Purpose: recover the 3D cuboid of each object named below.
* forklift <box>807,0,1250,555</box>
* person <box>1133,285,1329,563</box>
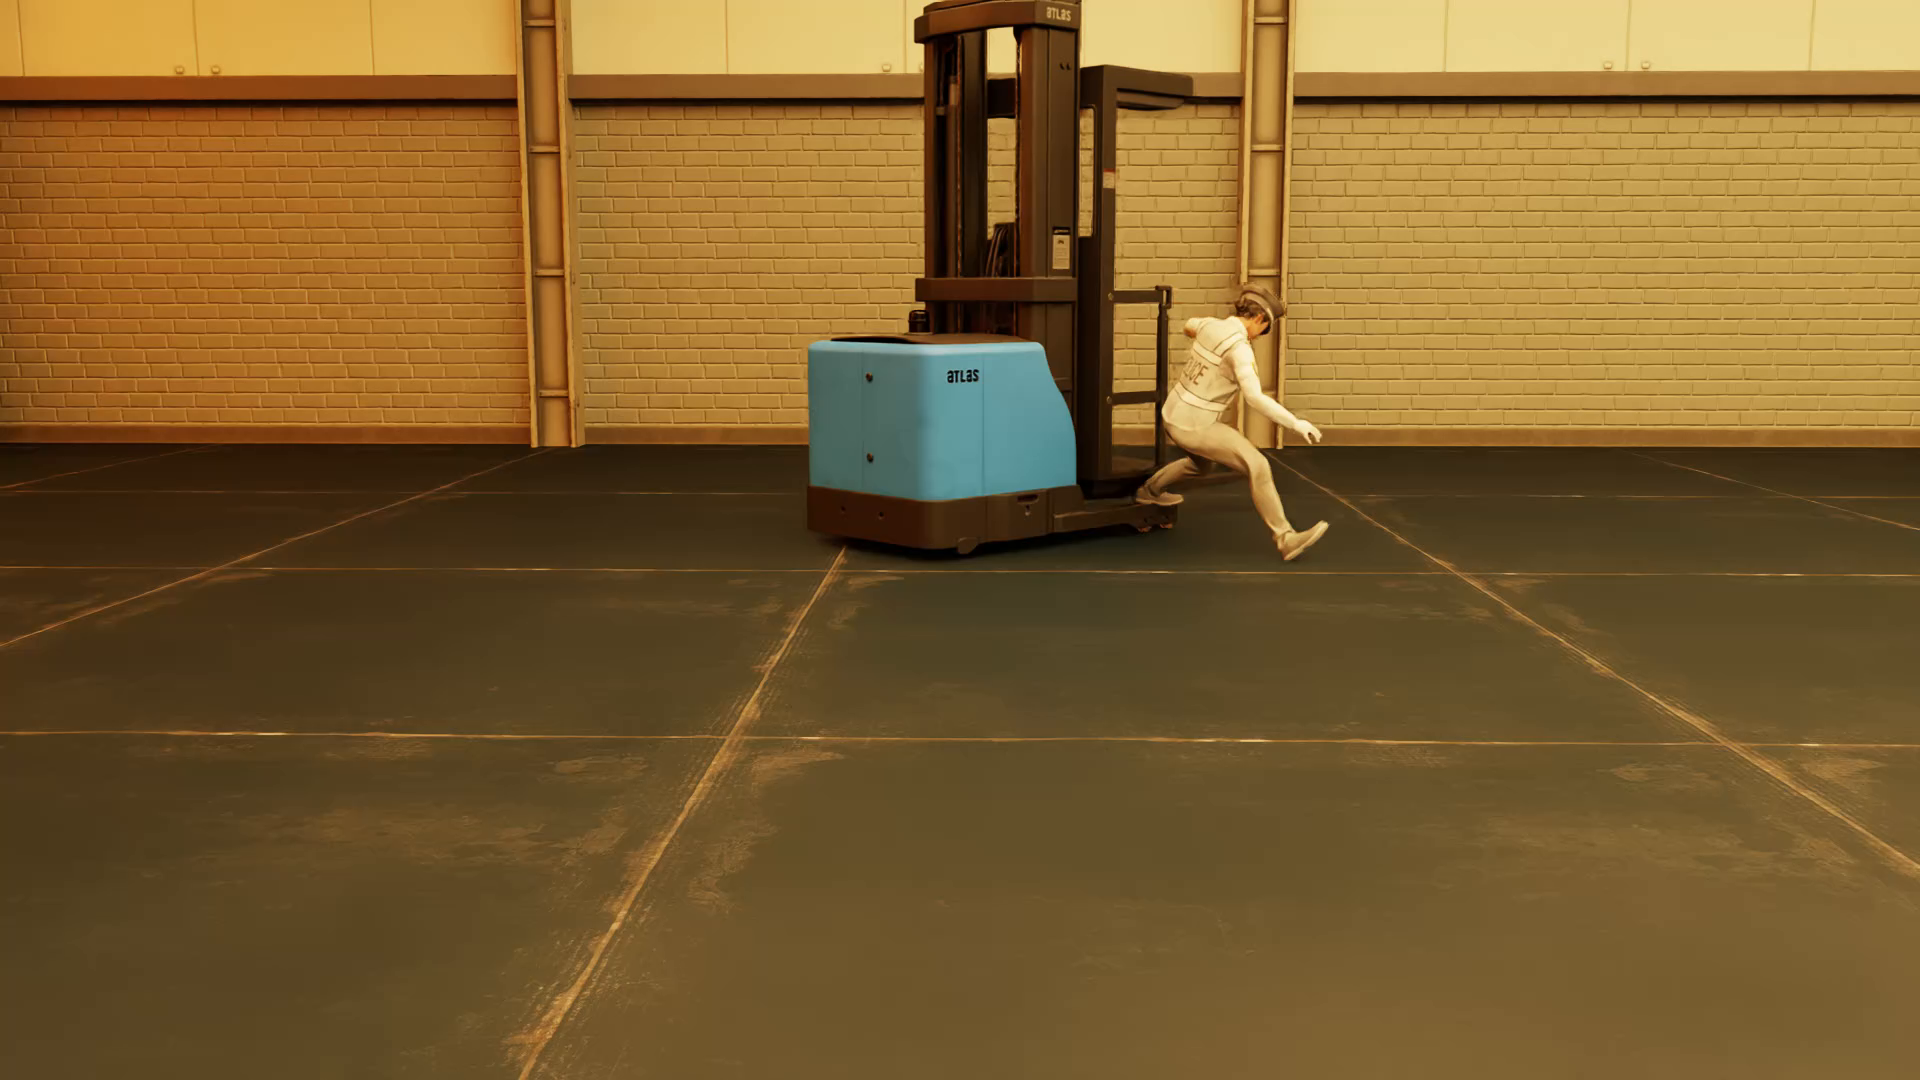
[{"bbox_3d":[0.596,-1.539,9.368,3.031,2.935,1.130,-8,12,-43],"label":"forklift"},{"bbox_3d":[1.392,-0.638,8.670,0.761,1.372,1.279,-1,9,-5],"label":"person"}]
